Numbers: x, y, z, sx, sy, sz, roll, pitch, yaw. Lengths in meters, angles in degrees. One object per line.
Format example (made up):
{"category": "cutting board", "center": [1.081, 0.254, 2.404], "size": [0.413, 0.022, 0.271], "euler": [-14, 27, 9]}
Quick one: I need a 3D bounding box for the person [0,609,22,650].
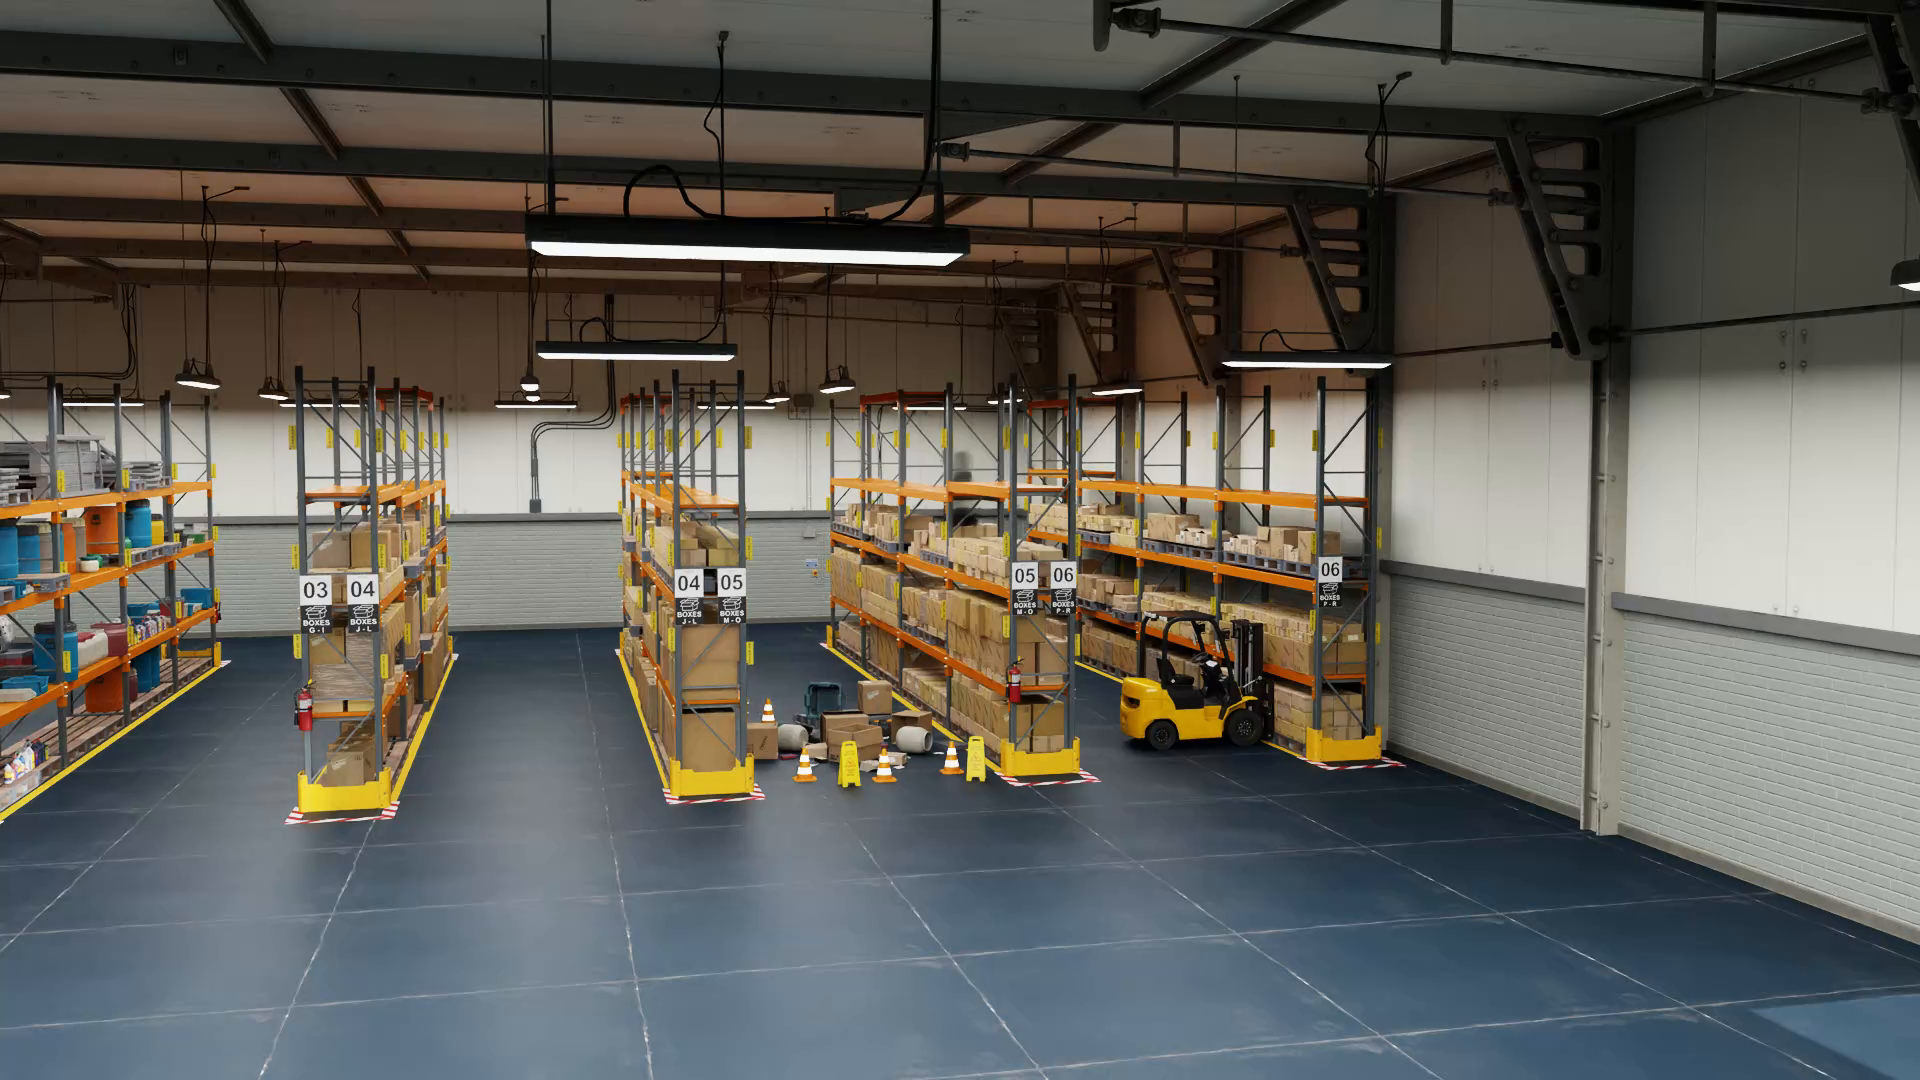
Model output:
{"category": "person", "center": [-21.158, 1.920, 36.906], "size": [0.875, 1.778, 0.735], "euler": [2, 4, 29]}
